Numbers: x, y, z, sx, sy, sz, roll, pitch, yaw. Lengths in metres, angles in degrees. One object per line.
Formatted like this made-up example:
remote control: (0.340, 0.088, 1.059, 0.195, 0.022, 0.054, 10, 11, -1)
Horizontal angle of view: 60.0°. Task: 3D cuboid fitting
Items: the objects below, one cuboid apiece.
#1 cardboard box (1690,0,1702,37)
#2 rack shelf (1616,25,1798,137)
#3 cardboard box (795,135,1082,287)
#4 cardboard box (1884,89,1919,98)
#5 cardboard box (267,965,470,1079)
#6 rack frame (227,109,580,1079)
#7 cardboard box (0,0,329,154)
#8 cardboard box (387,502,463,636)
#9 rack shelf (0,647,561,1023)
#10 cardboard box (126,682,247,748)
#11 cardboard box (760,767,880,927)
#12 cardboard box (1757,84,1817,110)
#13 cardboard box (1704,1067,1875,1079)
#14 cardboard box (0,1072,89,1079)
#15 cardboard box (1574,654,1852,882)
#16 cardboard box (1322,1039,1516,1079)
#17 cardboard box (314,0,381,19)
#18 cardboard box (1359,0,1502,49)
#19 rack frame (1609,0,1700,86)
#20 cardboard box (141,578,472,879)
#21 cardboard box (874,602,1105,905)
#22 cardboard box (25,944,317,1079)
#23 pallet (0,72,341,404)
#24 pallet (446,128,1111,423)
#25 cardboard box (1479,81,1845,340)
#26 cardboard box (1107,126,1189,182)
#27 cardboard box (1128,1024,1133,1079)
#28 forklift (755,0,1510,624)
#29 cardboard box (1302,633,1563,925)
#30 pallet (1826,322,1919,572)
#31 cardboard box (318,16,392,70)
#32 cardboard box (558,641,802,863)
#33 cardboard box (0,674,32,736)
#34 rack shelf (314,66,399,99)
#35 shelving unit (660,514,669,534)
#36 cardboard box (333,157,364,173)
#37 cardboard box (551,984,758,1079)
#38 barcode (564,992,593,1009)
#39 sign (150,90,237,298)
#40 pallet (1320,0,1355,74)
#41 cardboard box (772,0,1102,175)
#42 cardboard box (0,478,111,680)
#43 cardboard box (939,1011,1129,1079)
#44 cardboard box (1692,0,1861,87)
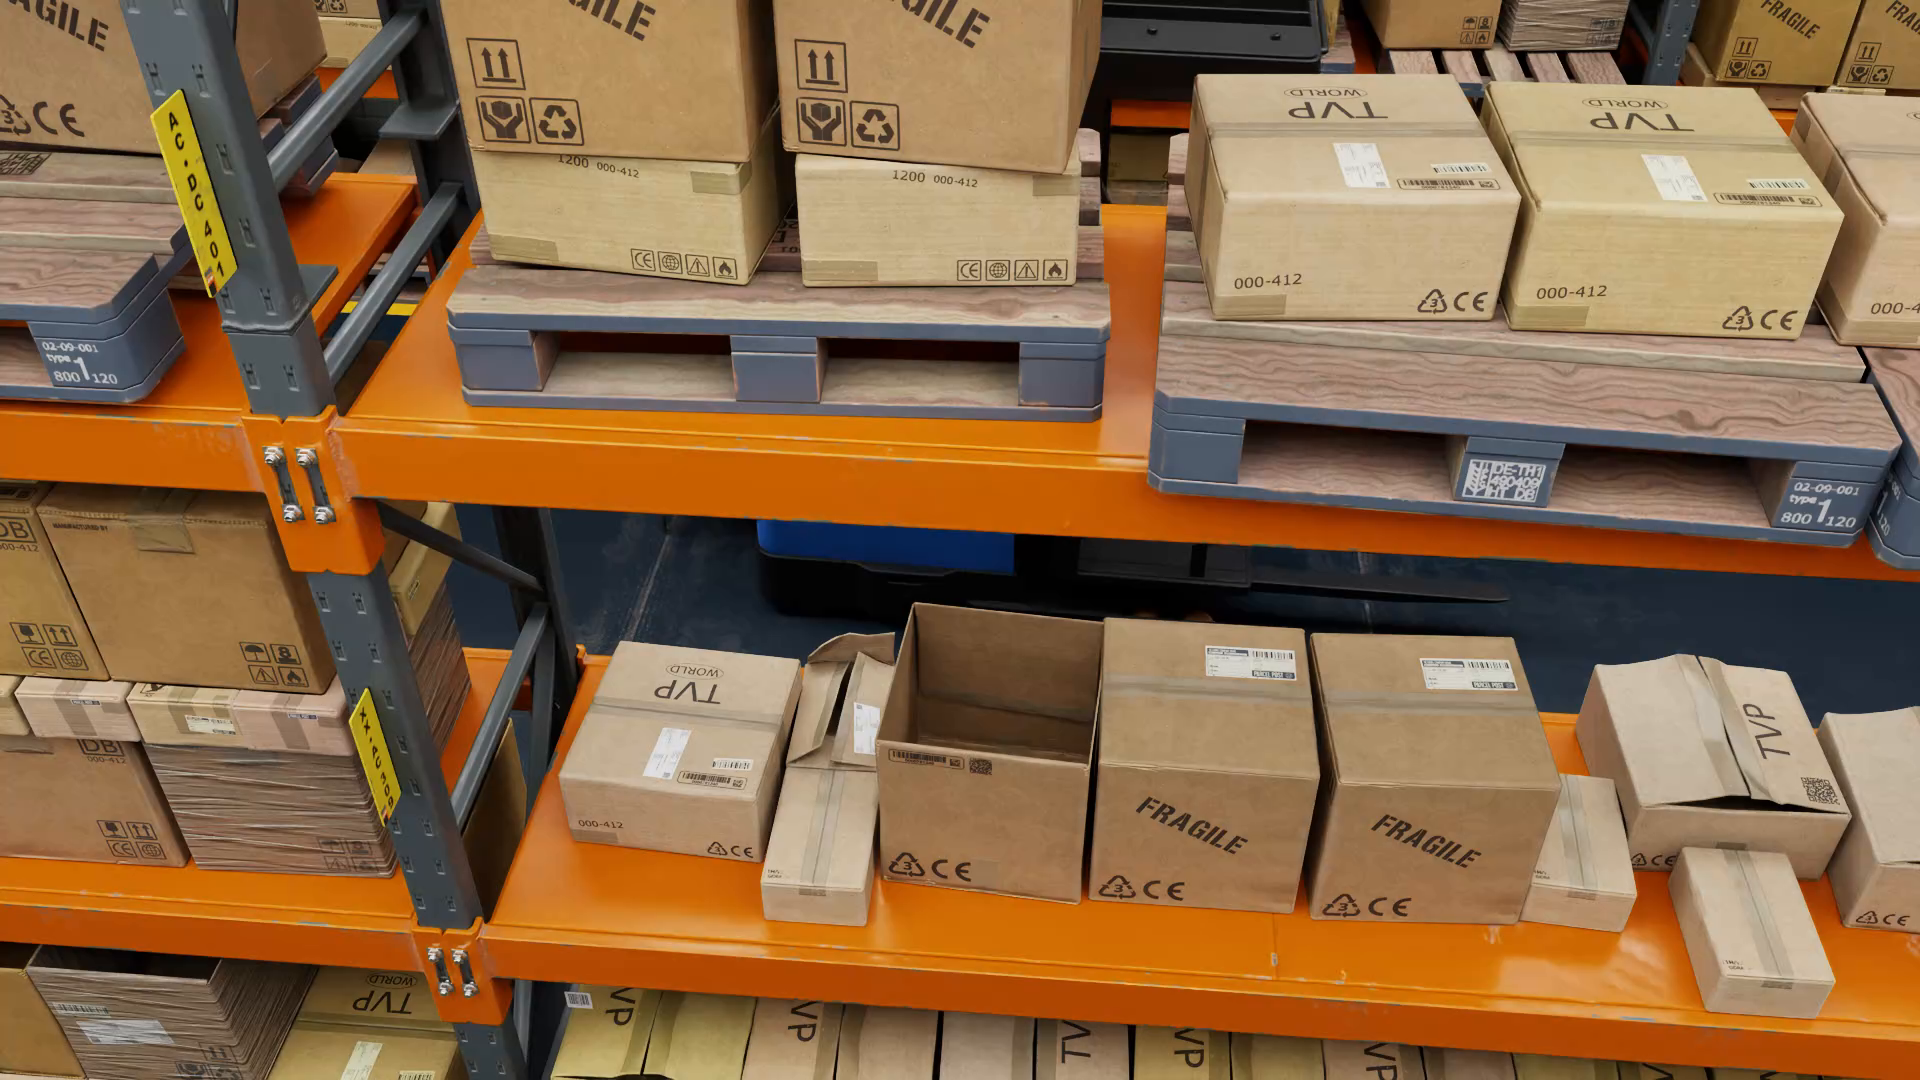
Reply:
cardboard box: (3.701, -2.715, 7.879, 0.500, 0.500, 0.500, 3, 39, 4)
rack shelf: (5.200, -2.025, 7.932, 4.000, 0.370, 1.077, 3, 39, 4)
cardboard box: (-0.041, -0.716, 3.163, 0.500, 0.250, 0.500, 0, 39, -1)
cardboard box: (4.285, -2.137, 7.683, 0.250, 0.149, 0.380, 3, 39, 3)
cardboard box: (-1.682, 1.500, 4.876, 0.500, 0.250, 0.500, 3, 39, 4)
rack frame: (-1.201, 0.484, 4.279, 0.127, 3.000, 1.000, 3, 39, 4)
cardboard box: (-1.680, -1.128, 3.361, 0.500, 0.500, 0.500, 6, 40, 8)
cardboard box: (-1.452, 0.058, 4.210, 0.250, 0.149, 0.380, 3, 39, 4)
rack shelf: (-3.194, 0.655, 4.640, 4.000, 0.370, 1.077, 3, 39, 4)
cardboard box: (-1.737, 0.299, 3.913, 0.250, 0.149, 0.380, 2, 39, 3)
cardboard box: (-0.336, 0.759, 4.141, 0.250, 0.149, 0.380, 3, 39, 4)
cardboard box: (3.766, -2.141, 7.687, 0.250, 0.149, 0.380, 4, 39, 4)
cardboard box: (2.241, 1.515, 4.414, 0.500, 0.311, 0.500, 4, 39, 5)
cardboard box: (-2.679, 1.449, 4.939, 0.500, 0.250, 0.500, 3, 39, 4)
cardboard box: (1.910, 0.566, 4.249, 0.500, 0.311, 0.500, 3, 39, 3)
cardboard box: (1.220, 1.461, 4.480, 0.500, 0.311, 0.500, 3, 39, 4)
cardboard box: (-2.792, -2.789, 7.809, 0.500, 0.500, 0.500, 4, 39, 5)
cardboard box: (2.180, -2.656, 7.709, 0.500, 0.500, 0.700, 0, 39, 0)
rack frame: (3.208, -2.413, 7.839, 0.127, 3.000, 1.000, 3, 39, 4)
cardboard box: (-1.644, 0.425, 4.272, 0.500, 0.500, 0.700, 2, 39, 3)
cardboard box: (0.088, 0.526, 4.148, 0.500, 0.500, 0.500, 6, 40, 7)
cardboard box: (-2.179, 1.175, 4.682, 0.500, 0.500, 0.500, 3, 39, 4)
pallet: (-2.053, -0.675, 3.397, 1.213, 0.211, 1.003, 3, 39, 4)
pallet: (-0.321, -0.565, 3.343, 1.217, 0.209, 0.805, 2, 39, 2)
cardboard box: (1.234, -0.611, 3.034, 0.500, 0.250, 0.500, 2, 39, 3)
cardboard box: (0.915, -2.046, 8.425, 0.500, 0.250, 0.500, 2, 39, 3)
cardboard box: (0.712, 1.649, 4.693, 0.500, 0.250, 0.500, 4, 39, 5)
forklift: (0.722, -1.051, 6.219, 3.031, 2.935, 1.130, 4, 39, 5)
cardboard box: (1.111, 0.582, 4.079, 0.500, 0.500, 0.500, 1, 39, 1)
pallet: (2.100, -0.369, 3.100, 1.003, 0.211, 1.213, 5, 39, 6)
cardboard box: (-2.775, -2.493, 8.039, 0.500, 0.250, 0.500, 3, 39, 4)
cardboard box: (-0.707, 0.542, 4.327, 0.500, 0.250, 0.500, 5, 39, 7)
cardboard box: (-2.259, 0.273, 3.946, 0.250, 0.149, 0.380, 3, 39, 4)
rack shelf: (-2.770, -2.461, 8.467, 4.000, 0.370, 1.077, 3, 39, 4)
shelving unit: (-1.038, -0.549, 6.974, 0.503, 1.200, 0.258, 4, 39, 5)
cardboard box: (-3.513, -1.852, 8.930, 0.500, 0.311, 0.500, 6, 40, 8)
cardboard box: (-0.811, 1.350, 4.617, 0.500, 0.311, 0.500, 3, 39, 4)
barcode: (-0.983, 1.187, 4.287, 0.075, 0.075, 0.001, 3, 39, 4)
sign: (-1.247, -0.561, 2.715, 0.005, 0.325, 0.100, 3, 39, 4)
pallet: (1.232, -2.421, 8.000, 1.213, 0.211, 1.003, 3, 39, 4)
cardboard box: (-0.021, -1.000, 2.918, 0.500, 0.500, 0.500, 7, 40, 8)
cardboard box: (-2.147, -0.104, 3.895, 0.500, 0.500, 0.700, 3, 39, 4)
cardboard box: (0.203, 1.408, 4.546, 0.500, 0.311, 0.500, 2, 39, 2)
cardboard box: (3.670, -2.388, 7.477, 0.500, 0.500, 0.500, 4, 39, 5)
